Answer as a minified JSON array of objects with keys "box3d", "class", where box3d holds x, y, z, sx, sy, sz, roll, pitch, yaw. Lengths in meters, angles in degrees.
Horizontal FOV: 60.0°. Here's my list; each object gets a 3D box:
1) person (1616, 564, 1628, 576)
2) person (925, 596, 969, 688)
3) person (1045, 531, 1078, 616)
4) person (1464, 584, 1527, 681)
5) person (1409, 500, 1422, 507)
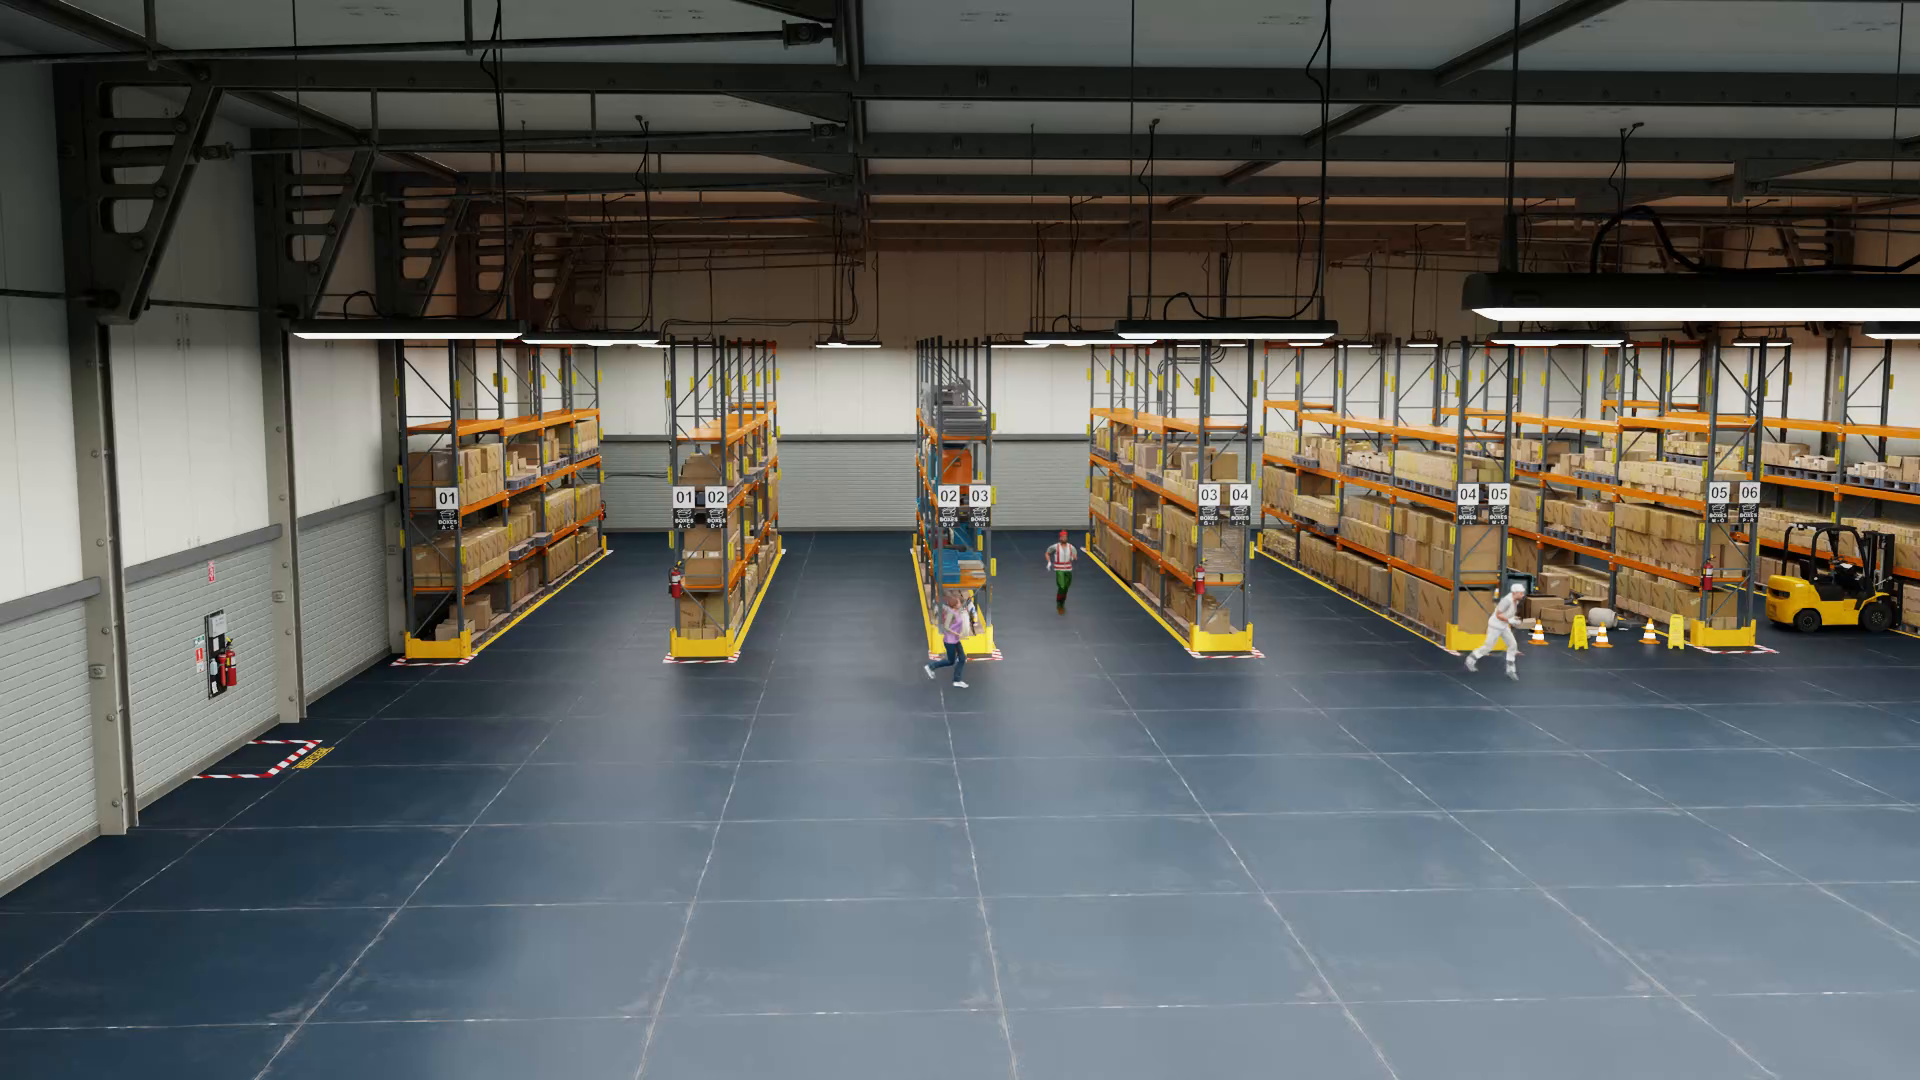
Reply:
[{"box3d":[16.118,0.278,40.307,0.671,1.829,0.901,0,6,0],"class":"person"},{"box3d":[-0.206,1.732,28.387,0.766,1.573,0.529,2,7,18],"class":"person"},{"box3d":[2.238,0.712,36.202,0.645,1.838,0.766,-2,7,-19],"class":"person"},{"box3d":[9.408,1.591,29.206,1.056,1.731,0.704,5,8,36],"class":"person"},{"box3d":[13.499,-0.704,49.310,0.535,1.680,0.685,0,6,1],"class":"person"}]
